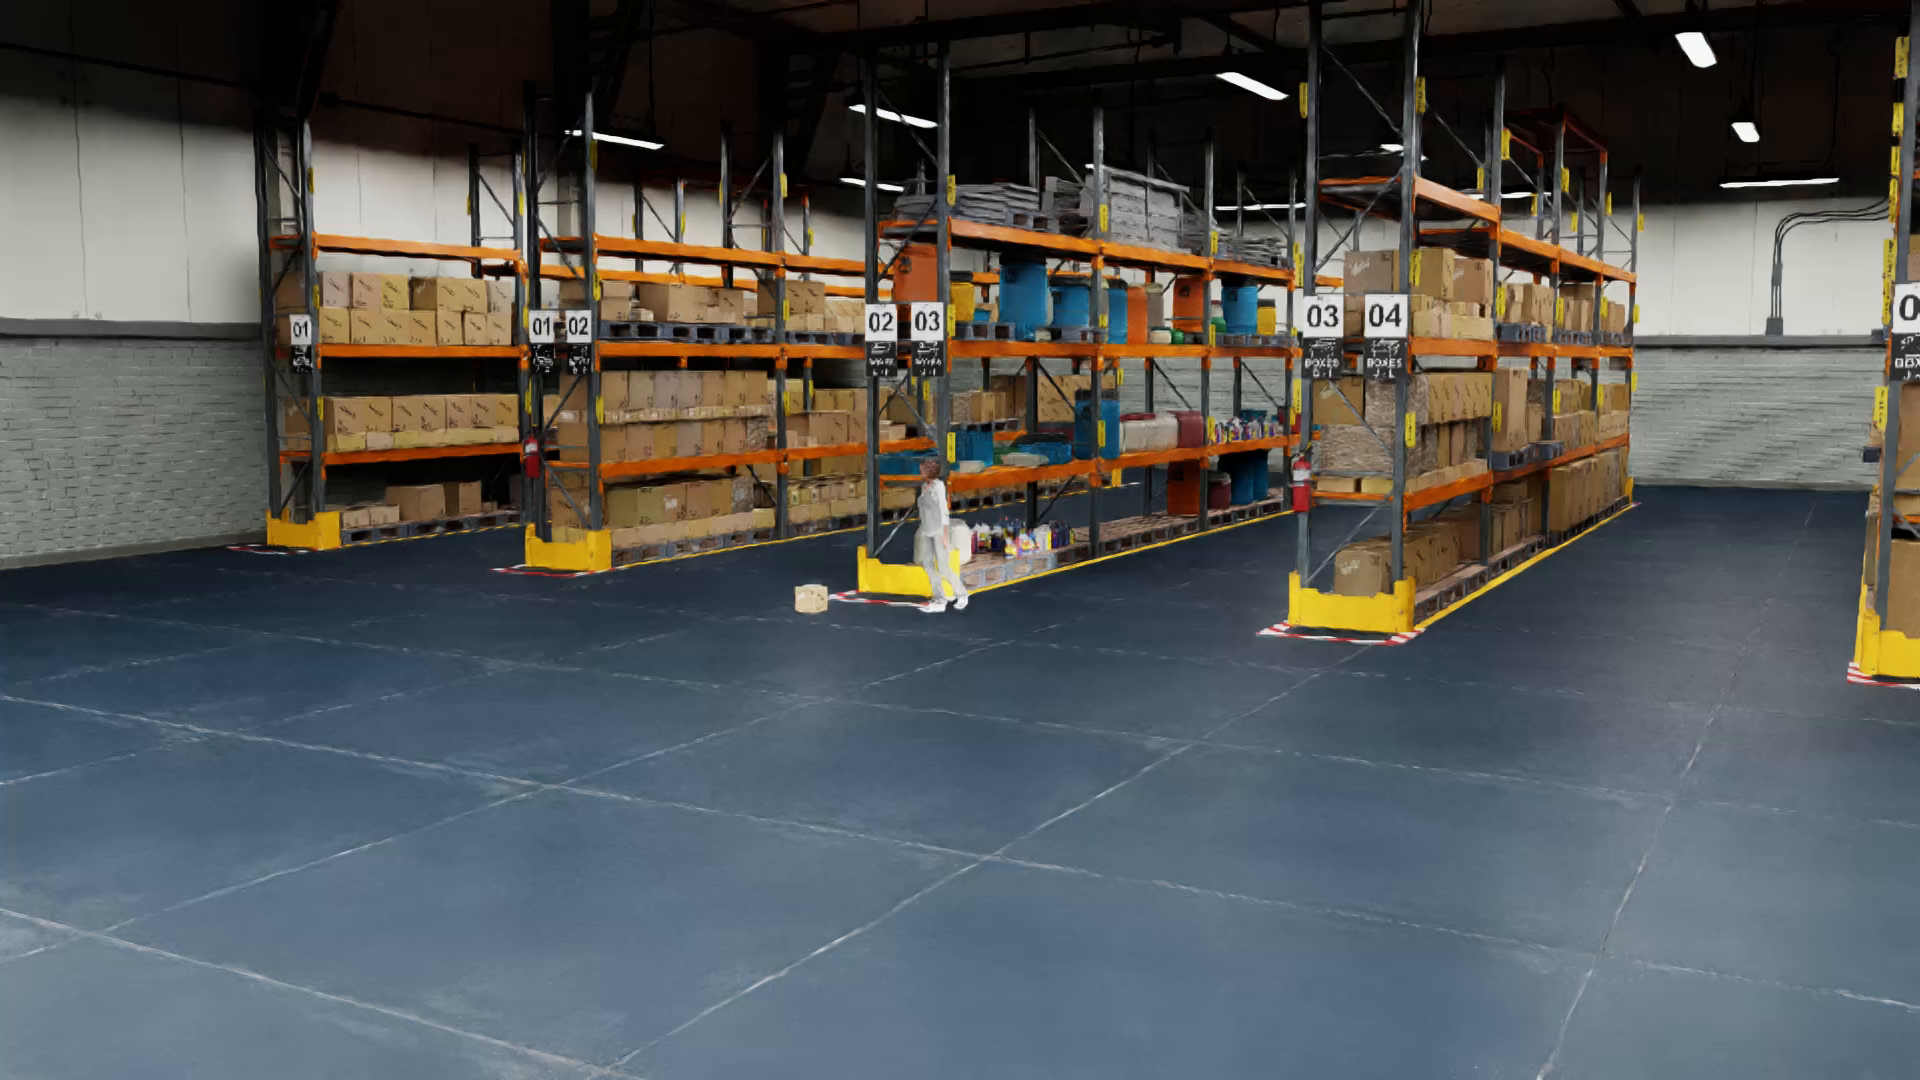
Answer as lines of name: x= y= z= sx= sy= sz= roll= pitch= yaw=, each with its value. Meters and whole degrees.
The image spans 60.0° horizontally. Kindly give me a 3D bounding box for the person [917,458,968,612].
person: x=-0.177 y=-0.055 z=17.084 sx=0.502 sy=1.588 sz=0.459 roll=-3 pitch=7 yaw=-27
